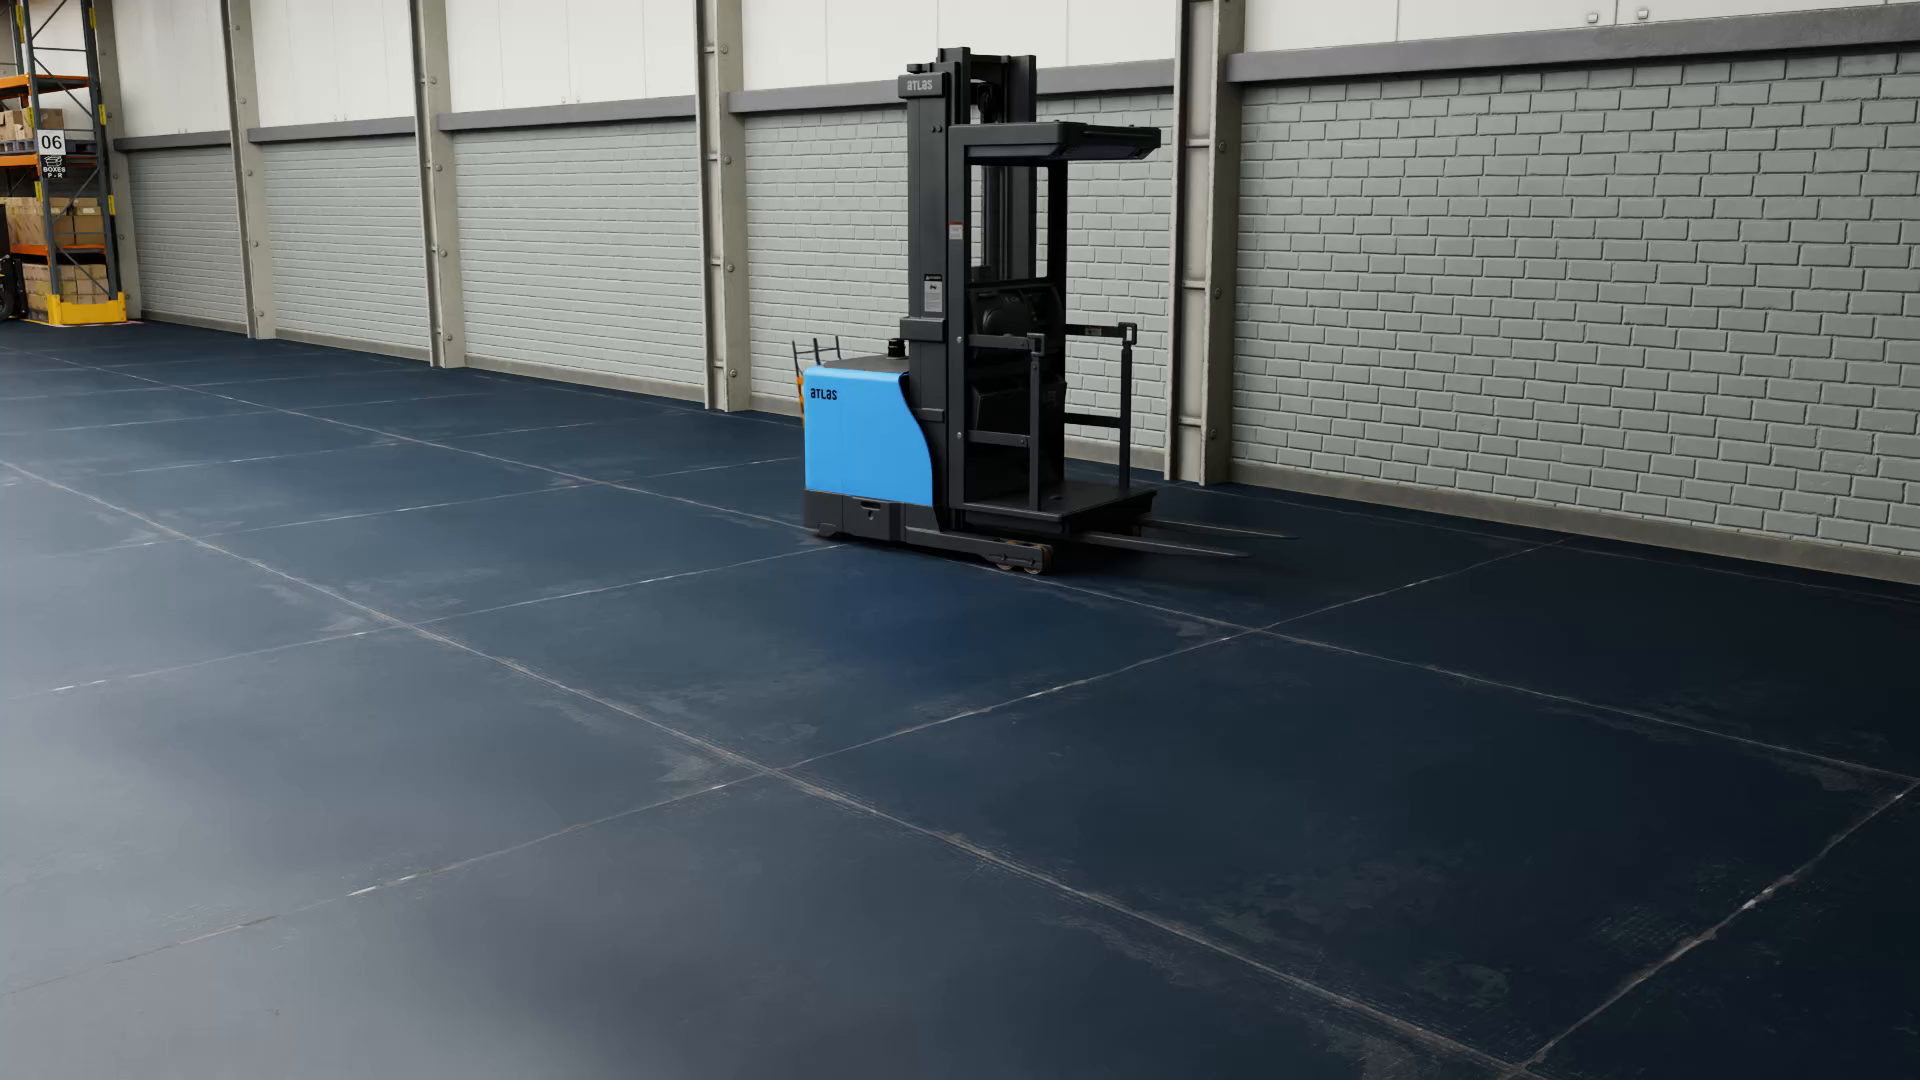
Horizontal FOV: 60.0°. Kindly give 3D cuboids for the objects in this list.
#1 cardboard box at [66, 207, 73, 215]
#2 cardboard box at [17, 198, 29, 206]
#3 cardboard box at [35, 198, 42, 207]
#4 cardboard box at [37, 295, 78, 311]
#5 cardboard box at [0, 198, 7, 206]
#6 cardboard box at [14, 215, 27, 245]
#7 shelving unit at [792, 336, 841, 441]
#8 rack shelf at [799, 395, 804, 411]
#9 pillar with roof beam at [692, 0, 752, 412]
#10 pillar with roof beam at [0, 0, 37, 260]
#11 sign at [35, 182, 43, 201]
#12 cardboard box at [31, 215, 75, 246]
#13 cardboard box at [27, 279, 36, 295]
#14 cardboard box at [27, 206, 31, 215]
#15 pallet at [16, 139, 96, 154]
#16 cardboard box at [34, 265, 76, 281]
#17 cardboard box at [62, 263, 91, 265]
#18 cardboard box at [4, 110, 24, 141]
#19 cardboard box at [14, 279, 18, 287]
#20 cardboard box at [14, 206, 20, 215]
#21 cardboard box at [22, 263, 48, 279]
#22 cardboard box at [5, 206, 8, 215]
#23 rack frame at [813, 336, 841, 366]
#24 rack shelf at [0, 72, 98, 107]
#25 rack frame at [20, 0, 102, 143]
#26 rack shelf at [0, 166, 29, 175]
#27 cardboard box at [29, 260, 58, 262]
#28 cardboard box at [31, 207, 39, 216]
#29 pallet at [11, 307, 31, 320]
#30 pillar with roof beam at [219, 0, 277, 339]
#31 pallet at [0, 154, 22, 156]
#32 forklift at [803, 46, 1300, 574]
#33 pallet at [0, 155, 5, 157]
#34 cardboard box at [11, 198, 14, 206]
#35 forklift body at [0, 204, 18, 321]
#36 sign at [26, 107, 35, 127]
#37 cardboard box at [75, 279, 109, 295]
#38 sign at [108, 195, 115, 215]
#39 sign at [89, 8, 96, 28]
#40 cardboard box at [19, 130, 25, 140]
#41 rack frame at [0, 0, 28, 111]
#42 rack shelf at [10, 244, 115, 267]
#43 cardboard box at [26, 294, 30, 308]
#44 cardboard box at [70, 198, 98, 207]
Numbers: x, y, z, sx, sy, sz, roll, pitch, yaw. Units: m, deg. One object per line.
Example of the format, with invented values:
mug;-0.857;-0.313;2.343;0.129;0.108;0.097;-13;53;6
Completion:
cardboard box;-15.212;-5.678;28.684;0.380;0.149;0.250;-11;16;-43
cardboard box;-16.120;-5.870;28.875;0.380;0.149;0.250;-10;16;-41
cardboard box;-15.541;-5.766;28.372;0.380;0.149;0.250;-11;16;-42
cardboard box;-15.502;-4.082;28.567;0.500;0.250;0.500;-11;16;-42
cardboard box;-16.975;-6.060;29.798;0.380;0.149;0.250;-11;16;-43
cardboard box;-16.184;-5.435;29.110;0.500;0.500;0.500;-11;16;-44
shelving unit;-0.876;-0.723;10.906;0.189;1.200;0.258;-2;8;37
rack shelf;-0.899;-0.916;10.883;0.180;0.103;0.258;-2;8;37
pillar with roof beam;-5.461;-5.138;13.047;9.100;9.000;0.400;-11;16;-43
pillar with roof beam;-22.035;-8.640;30.048;9.100;9.000;0.400;-11;16;-43
sign;-15.351;-5.808;27.714;0.100;0.325;0.005;-11;16;-43
cardboard box;-15.478;-5.283;28.373;0.500;0.500;0.500;-11;16;-44
cardboard box;-15.849;-4.405;28.893;0.500;0.250;0.500;-11;16;-43
cardboard box;-15.887;-5.694;28.762;0.380;0.149;0.250;-11;16;-43
pallet;-15.418;-6.732;28.437;1.003;0.211;1.213;-11;16;-43
cardboard box;-15.492;-4.571;28.462;0.500;0.250;0.500;-10;15;-41
cardboard box;-15.491;-4.717;29.167;0.500;0.250;0.500;-11;16;-42
cardboard box;-16.066;-7.166;28.789;0.700;0.500;0.500;-11;16;-42
cardboard box;-16.564;-4.551;29.601;0.500;0.250;0.500;-11;16;-43
cardboard box;-16.294;-5.761;29.085;0.380;0.149;0.250;-11;16;-42
cardboard box;-16.205;-4.717;29.170;0.500;0.250;0.500;-11;16;-42
cardboard box;-16.818;-5.875;29.640;0.250;0.149;0.380;11;16;43
rack frame;-0.803;-0.725;10.850;0.006;1.200;0.240;-2;8;37
rack shelf;-16.330;-7.881;29.137;1.077;0.370;4.000;-11;16;-43
rack frame;-14.949;-8.137;27.607;1.000;3.000;0.127;-11;16;-43
rack shelf;-19.092;-7.191;32.233;1.077;0.370;4.000;-11;16;-43
cardboard box;-16.870;-5.015;30.614;0.500;0.250;0.500;-11;16;-43
cardboard box;-15.589;-5.610;28.354;0.380;0.149;0.250;-11;16;-42
pallet;-16.345;-4.117;29.871;1.003;0.211;1.213;-11;16;-43
pillar with roof beam;-13.748;-6.889;21.548;9.100;9.000;0.400;-11;16;-43
pallet;-17.103;-7.088;30.165;1.003;0.211;1.213;-11;16;-43
forklift;0.503;-1.361;9.756;3.031;2.935;1.130;8;14;35
pallet;-18.329;-7.285;31.379;1.217;0.209;0.805;11;16;43
cardboard box;-16.573;-5.996;29.490;0.380;0.149;0.250;-11;16;-42
forklift body;-17.578;-4.806;28.407;2.313;2.155;1.214;-11;16;-43
sign;-15.351;-6.989;27.471;0.100;0.325;0.005;-11;16;-43
cardboard box;-15.123;-4.400;28.871;0.500;0.250;0.500;-11;16;-42
sign;-14.543;-5.738;28.488;0.100;0.325;0.005;-11;16;-43
sign;-14.543;-8.749;27.868;0.100;0.325;0.005;-11;16;-43
cardboard box;-15.740;-6.878;28.264;0.250;0.149;0.380;11;16;44
rack frame;-17.711;-8.721;30.441;1.000;3.000;0.127;-11;16;-43
rack shelf;-16.330;-5.138;29.702;1.077;0.370;4.000;-11;16;-43
cardboard box;-16.177;-4.231;29.286;0.500;0.250;0.500;-11;16;-42
cardboard box;-15.026;-5.790;28.489;0.380;0.149;0.250;-11;16;-44
